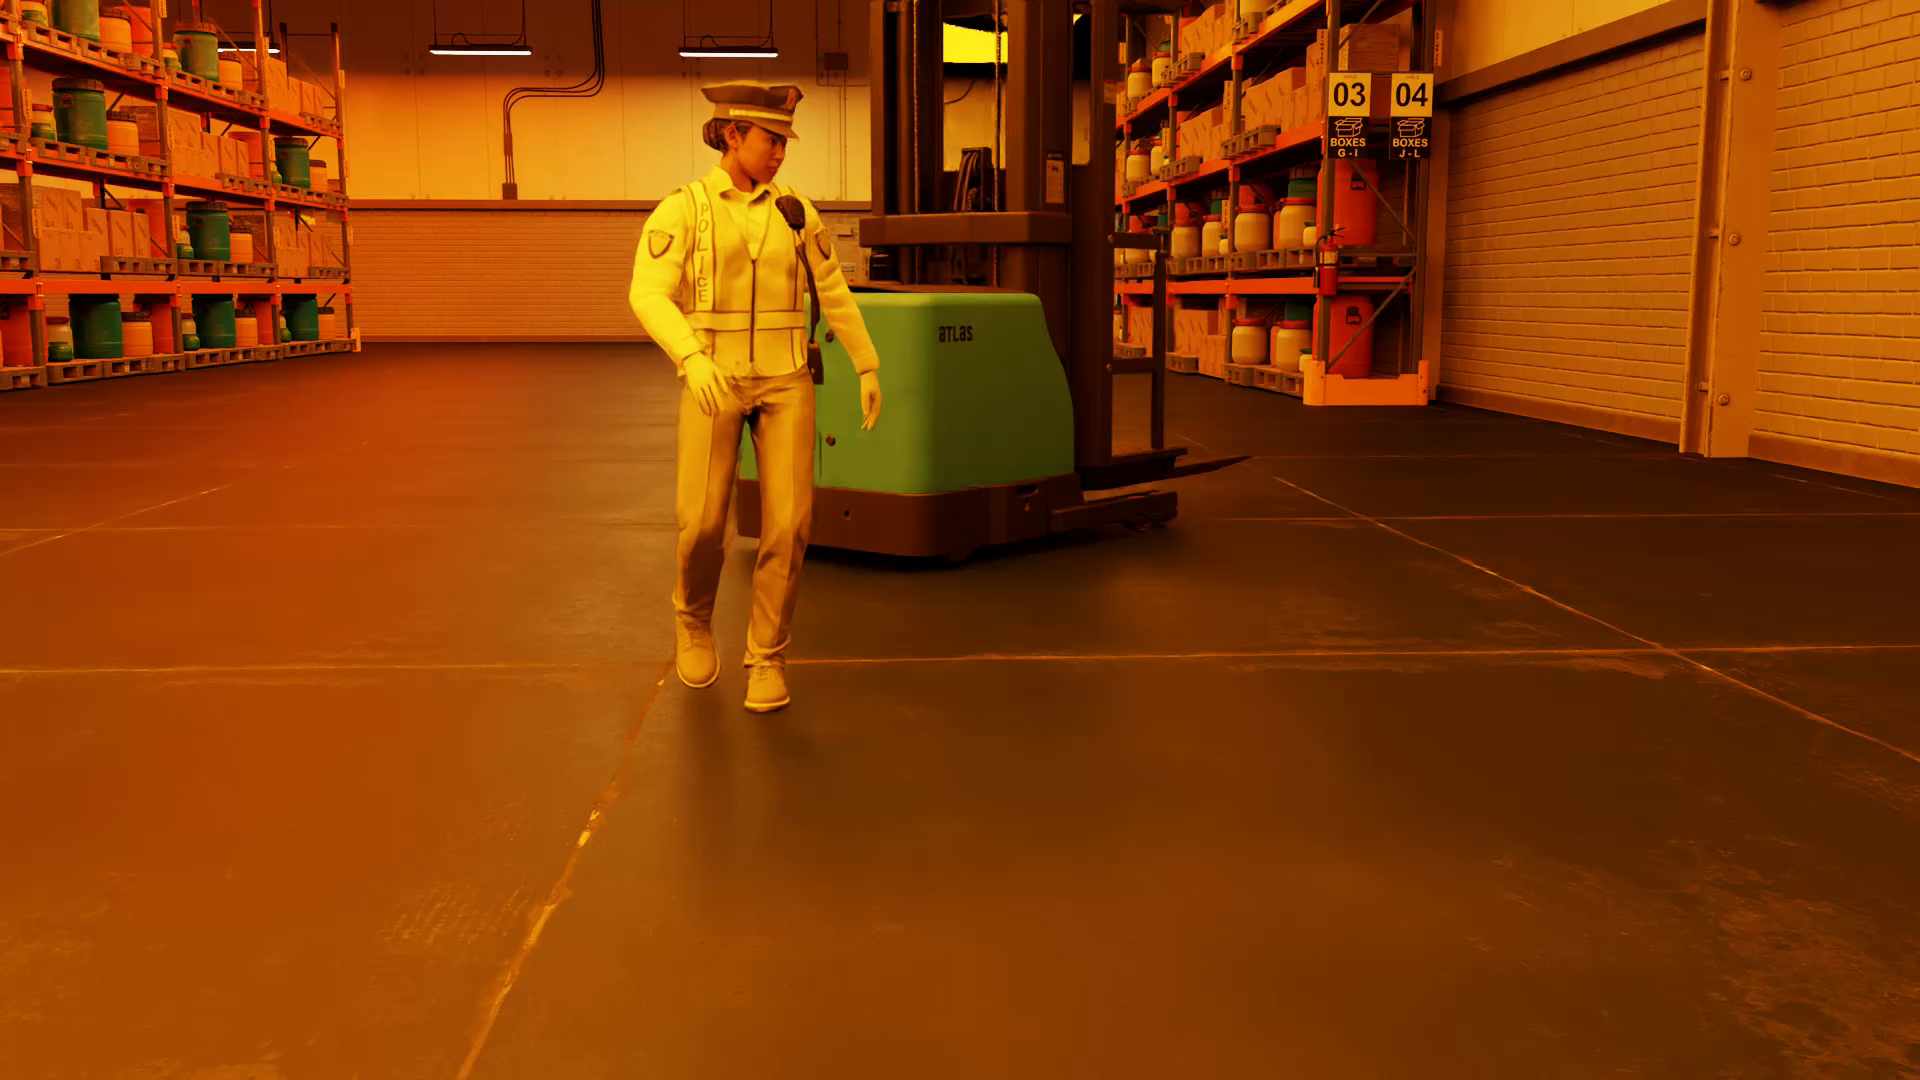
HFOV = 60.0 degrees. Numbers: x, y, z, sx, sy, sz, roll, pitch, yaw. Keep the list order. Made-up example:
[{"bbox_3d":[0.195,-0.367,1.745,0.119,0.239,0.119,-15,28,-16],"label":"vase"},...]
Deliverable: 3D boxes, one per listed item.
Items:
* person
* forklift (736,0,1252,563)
[{"bbox_3d":[-0.521,-0.385,4.400,0.680,1.628,0.487,-2,9,-13],"label":"person"},{"bbox_3d":[0.361,-1.530,7.637,1.130,2.935,3.031,6,11,37],"label":"forklift"}]
